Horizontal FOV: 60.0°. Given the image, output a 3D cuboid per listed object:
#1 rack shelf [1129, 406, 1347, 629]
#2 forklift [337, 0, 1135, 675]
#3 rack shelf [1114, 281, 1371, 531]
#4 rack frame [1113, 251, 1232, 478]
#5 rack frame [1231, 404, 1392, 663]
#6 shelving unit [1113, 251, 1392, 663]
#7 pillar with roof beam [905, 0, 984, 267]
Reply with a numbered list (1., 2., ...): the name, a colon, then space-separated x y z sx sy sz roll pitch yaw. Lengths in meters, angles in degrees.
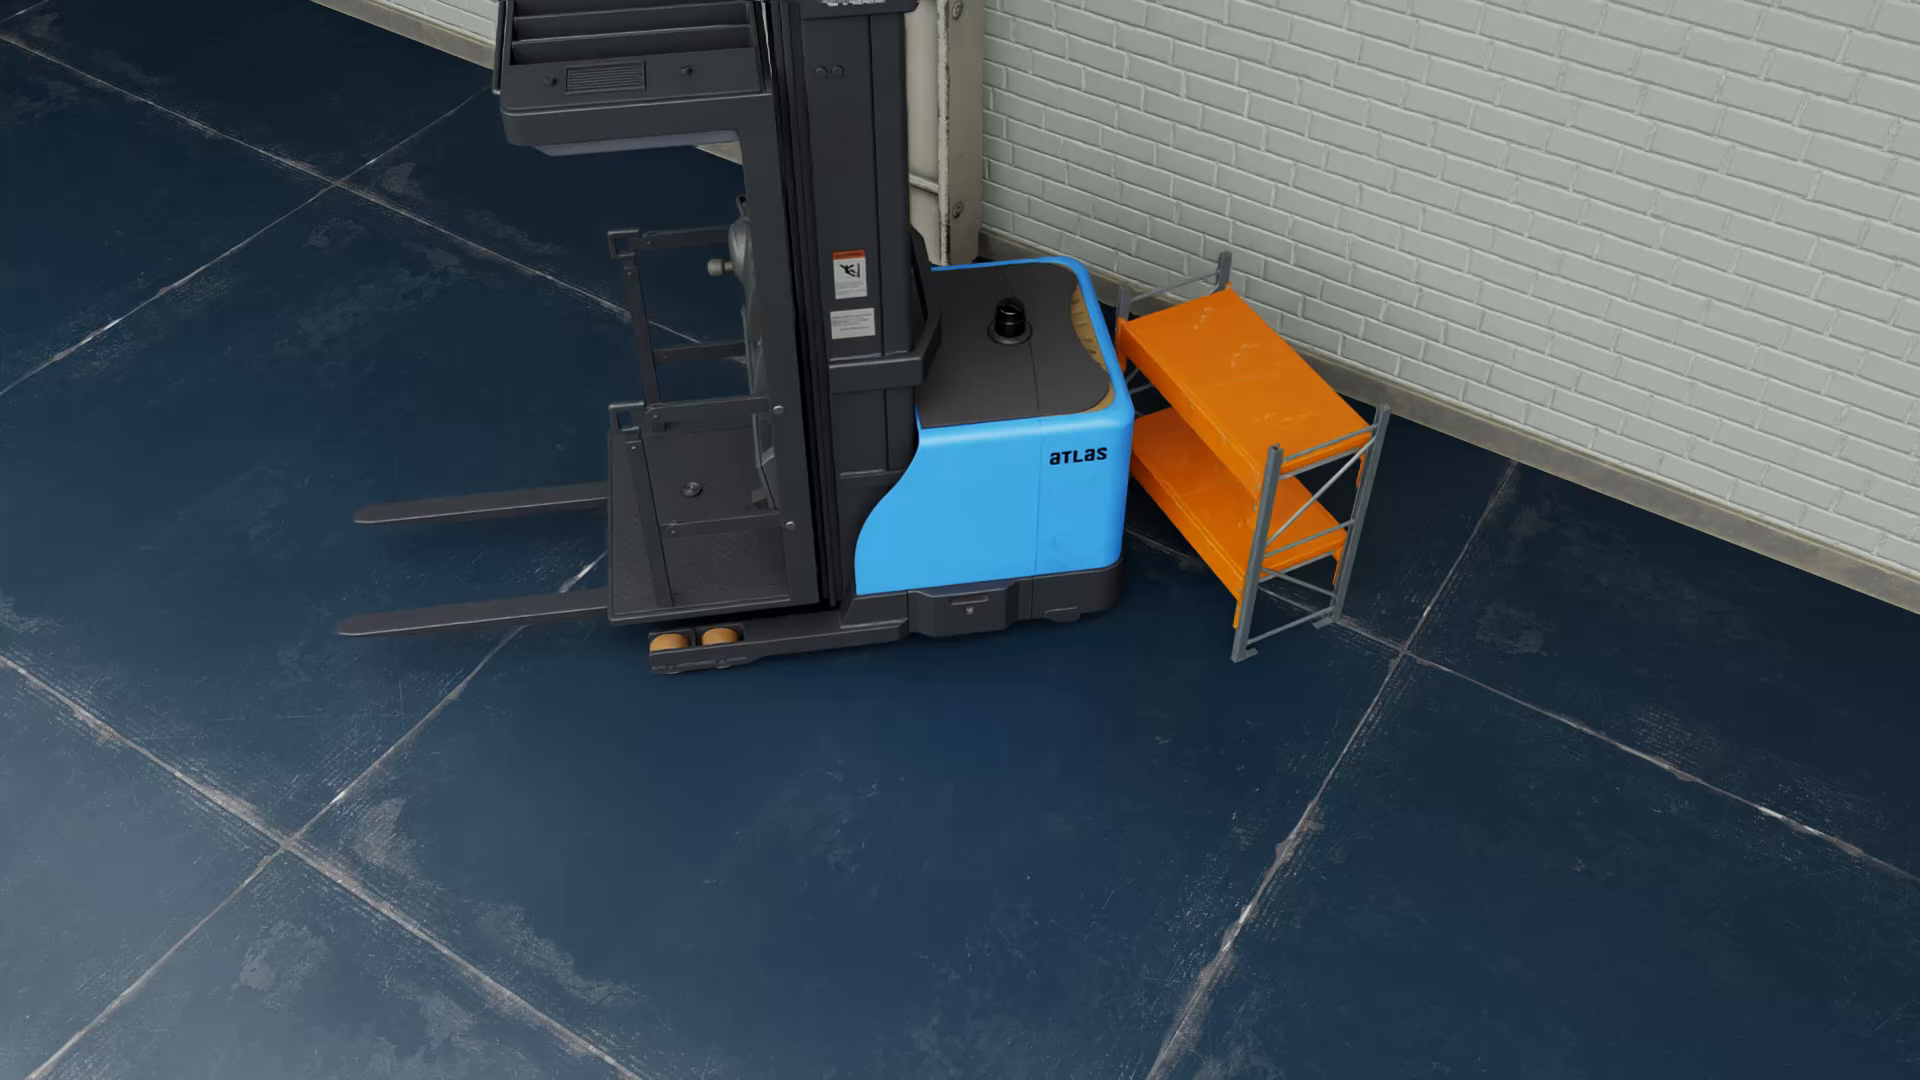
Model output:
1. rack shelf: 1.062 -0.155 6.679 0.538 0.278 1.000 -20 49 -18
2. forklift: -0.918 -0.909 5.811 3.031 2.935 1.130 -6 46 -6
3. rack shelf: 1.062 -0.529 6.294 0.538 0.278 1.000 -20 49 -18
4. rack frame: 0.833 -0.651 6.820 0.500 1.125 0.032 -20 49 -18
5. rack frame: 1.291 0.000 6.187 0.500 1.125 0.032 -20 49 -18
6. shelving unit: 1.062 -0.325 6.504 0.538 1.125 1.048 -20 49 -18
7. pillar with roof beam: -2.464 -1.976 2.617 0.400 9.000 9.100 25 51 22
